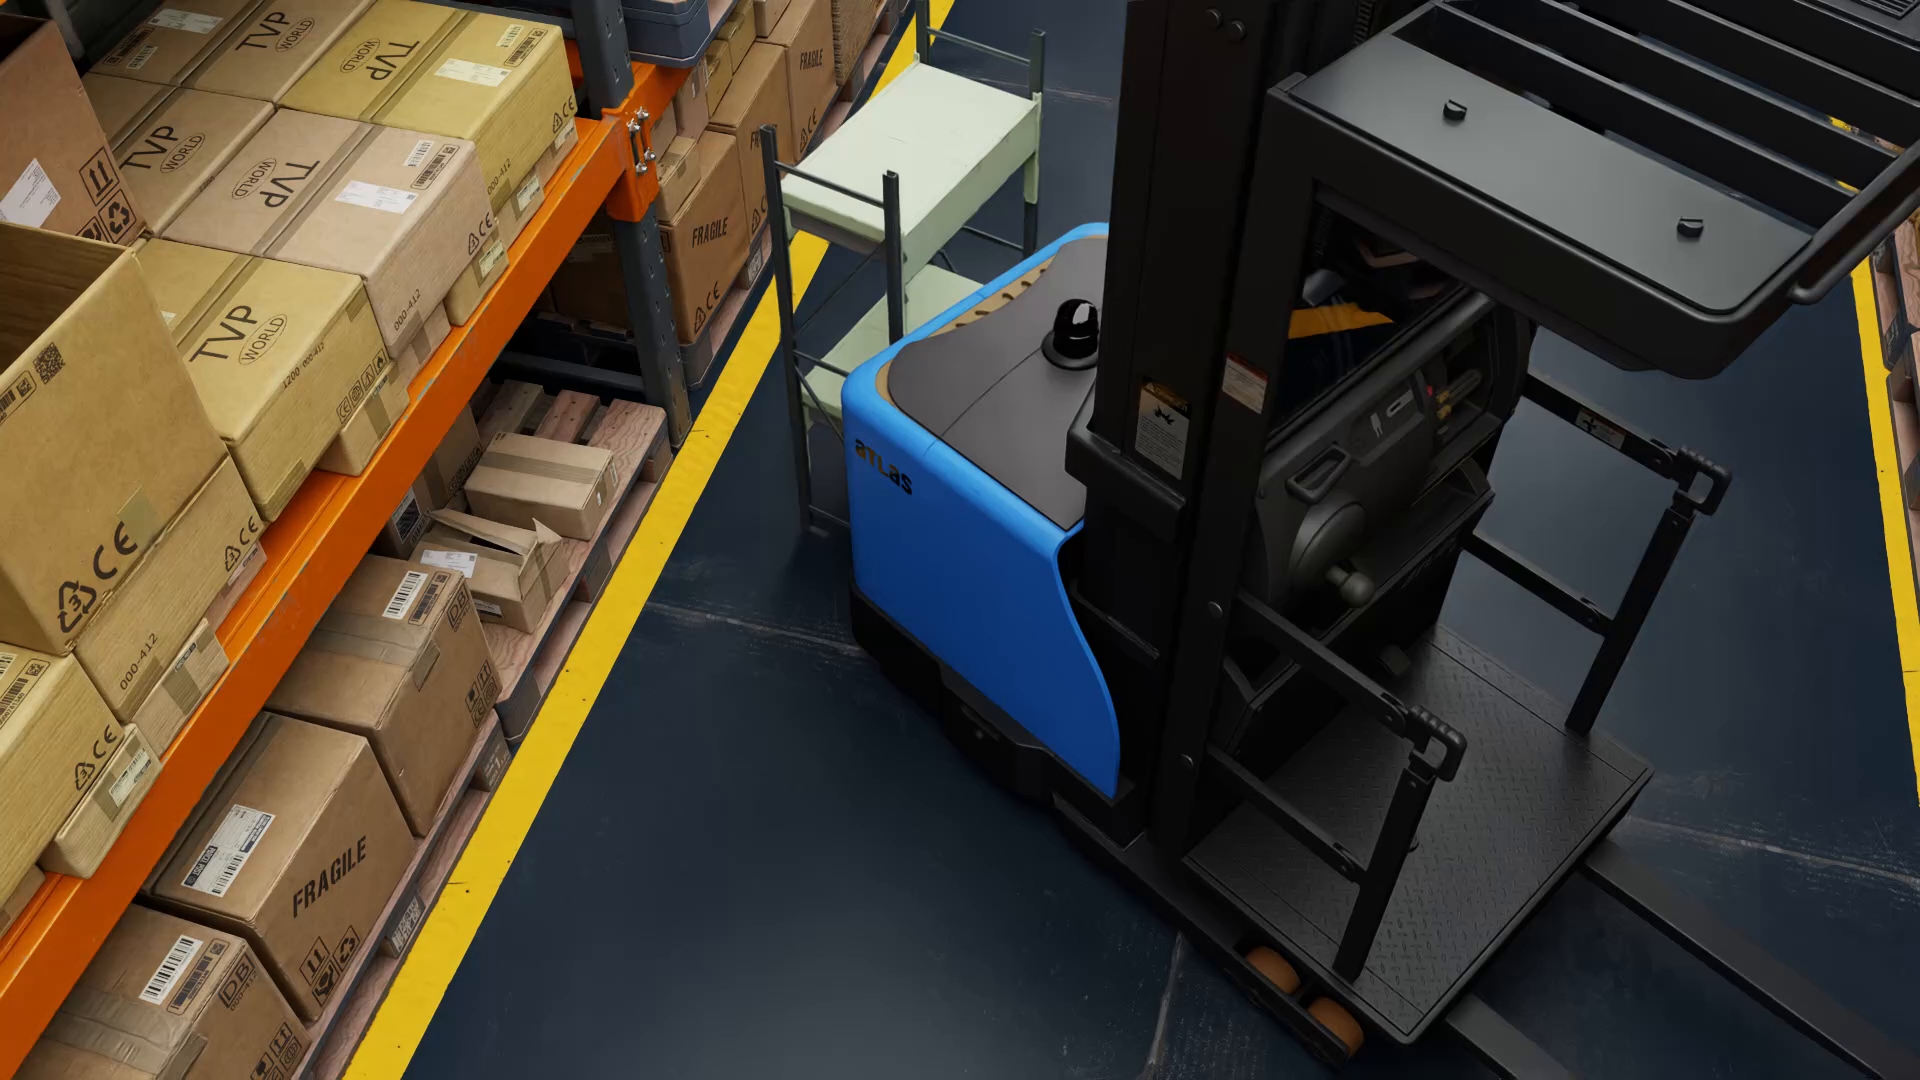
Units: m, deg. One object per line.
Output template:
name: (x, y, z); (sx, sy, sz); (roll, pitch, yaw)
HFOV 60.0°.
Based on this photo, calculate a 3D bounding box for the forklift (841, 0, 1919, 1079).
forklift: (1.069, -0.124, 3.405); (1.130, 2.935, 3.031); (-36, 58, -27)

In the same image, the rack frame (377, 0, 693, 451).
rack frame: (-1.395, -1.432, 4.513); (1.000, 3.000, 0.127); (12, 50, 10)

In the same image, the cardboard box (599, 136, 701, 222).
cardboard box: (-1.044, -1.165, 5.232); (0.380, 0.149, 0.250); (14, 50, 12)

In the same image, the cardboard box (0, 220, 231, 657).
cardboard box: (-1.674, -0.196, 2.824); (0.500, 0.500, 0.500); (13, 50, 11)

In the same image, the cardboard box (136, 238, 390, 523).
cardboard box: (-1.556, -0.341, 3.452); (0.500, 0.250, 0.500); (11, 50, 10)

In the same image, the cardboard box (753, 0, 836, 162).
cardboard box: (-0.785, -1.796, 6.222); (0.500, 0.500, 0.500); (10, 49, 9)

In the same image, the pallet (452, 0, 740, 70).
pallet: (-1.080, -1.925, 5.076); (1.003, 0.211, 1.213); (12, 50, 10)

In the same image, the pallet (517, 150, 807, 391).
pallet: (-1.218, -1.105, 6.085); (1.003, 0.211, 1.213); (12, 50, 10)

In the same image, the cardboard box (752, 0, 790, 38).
cardboard box: (-0.829, -1.943, 5.919); (0.380, 0.149, 0.250); (11, 50, 10)

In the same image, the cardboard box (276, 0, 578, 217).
cardboard box: (-1.294, -1.064, 4.090); (0.500, 0.250, 0.500); (13, 50, 11)

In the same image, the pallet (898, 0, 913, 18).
pallet: (-0.576, -2.870, 7.642); (1.003, 0.211, 1.213); (12, 50, 10)

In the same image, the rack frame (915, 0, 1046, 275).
rack frame: (0.053, -0.933, 5.073); (0.400, 1.500, 0.023); (24, 53, 20)

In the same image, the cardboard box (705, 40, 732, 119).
cardboard box: (-0.990, -1.569, 5.588); (0.380, 0.149, 0.250); (9, 49, 8)

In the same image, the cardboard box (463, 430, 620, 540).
cardboard box: (-1.259, -0.167, 5.018); (0.380, 0.149, 0.250); (10, 49, 9)

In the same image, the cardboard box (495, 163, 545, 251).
cardboard box: (-1.283, -0.876, 4.190); (0.380, 0.149, 0.250); (13, 50, 11)

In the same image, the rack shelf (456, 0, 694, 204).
rack shelf: (-0.869, -2.641, 6.060); (1.077, 0.370, 4.000); (12, 50, 10)

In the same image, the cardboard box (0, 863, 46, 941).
cardboard box: (-1.849, 0.607, 2.881); (0.380, 0.149, 0.250); (12, 50, 11)

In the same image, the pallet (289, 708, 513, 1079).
pallet: (-1.896, 0.873, 4.339); (1.003, 0.211, 1.213); (12, 50, 10)

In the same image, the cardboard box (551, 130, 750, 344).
cardboard box: (-1.051, -1.049, 5.563); (0.500, 0.500, 0.500); (14, 50, 12)

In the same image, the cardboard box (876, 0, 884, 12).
cardboard box: (-0.524, -2.550, 6.887); (0.500, 0.500, 0.500); (14, 50, 12)

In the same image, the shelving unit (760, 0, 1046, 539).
shelving unit: (-0.136, -0.698, 4.866); (0.431, 1.500, 0.755); (24, 53, 20)

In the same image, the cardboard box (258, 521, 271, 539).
cardboard box: (-1.640, -0.144, 3.544); (0.380, 0.149, 0.250); (12, 50, 11)

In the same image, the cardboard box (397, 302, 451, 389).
cardboard box: (-1.424, -0.499, 3.857); (0.380, 0.149, 0.250); (13, 50, 11)

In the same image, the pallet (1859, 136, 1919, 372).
pallet: (3.844, -0.991, 5.984); (1.003, 0.211, 1.213); (12, 50, 10)

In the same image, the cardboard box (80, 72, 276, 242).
cardboard box: (-1.912, -0.812, 3.867); (0.500, 0.250, 0.500); (11, 50, 10)

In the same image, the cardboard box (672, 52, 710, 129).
cardboard box: (-1.022, -1.461, 5.295); (0.380, 0.149, 0.250); (9, 49, 8)

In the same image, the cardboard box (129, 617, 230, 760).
cardboard box: (-1.660, 0.244, 3.201); (0.380, 0.149, 0.250); (13, 50, 11)

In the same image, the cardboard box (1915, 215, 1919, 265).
cardboard box: (3.710, -1.010, 5.278); (0.875, 0.875, 0.875); (13, 50, 11)

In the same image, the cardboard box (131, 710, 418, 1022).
cardboard box: (-1.698, 0.753, 3.972); (0.500, 0.500, 0.500); (12, 50, 11)

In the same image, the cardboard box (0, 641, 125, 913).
cardboard box: (-1.806, 0.406, 2.793); (0.500, 0.250, 0.500); (11, 49, 9)

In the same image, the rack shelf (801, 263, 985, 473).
rack shelf: (-0.136, -0.482, 5.110); (0.431, 0.370, 0.720); (24, 53, 20)

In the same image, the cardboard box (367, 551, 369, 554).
cardboard box: (-1.911, 0.117, 4.767); (0.380, 0.149, 0.250); (11, 49, 10)
